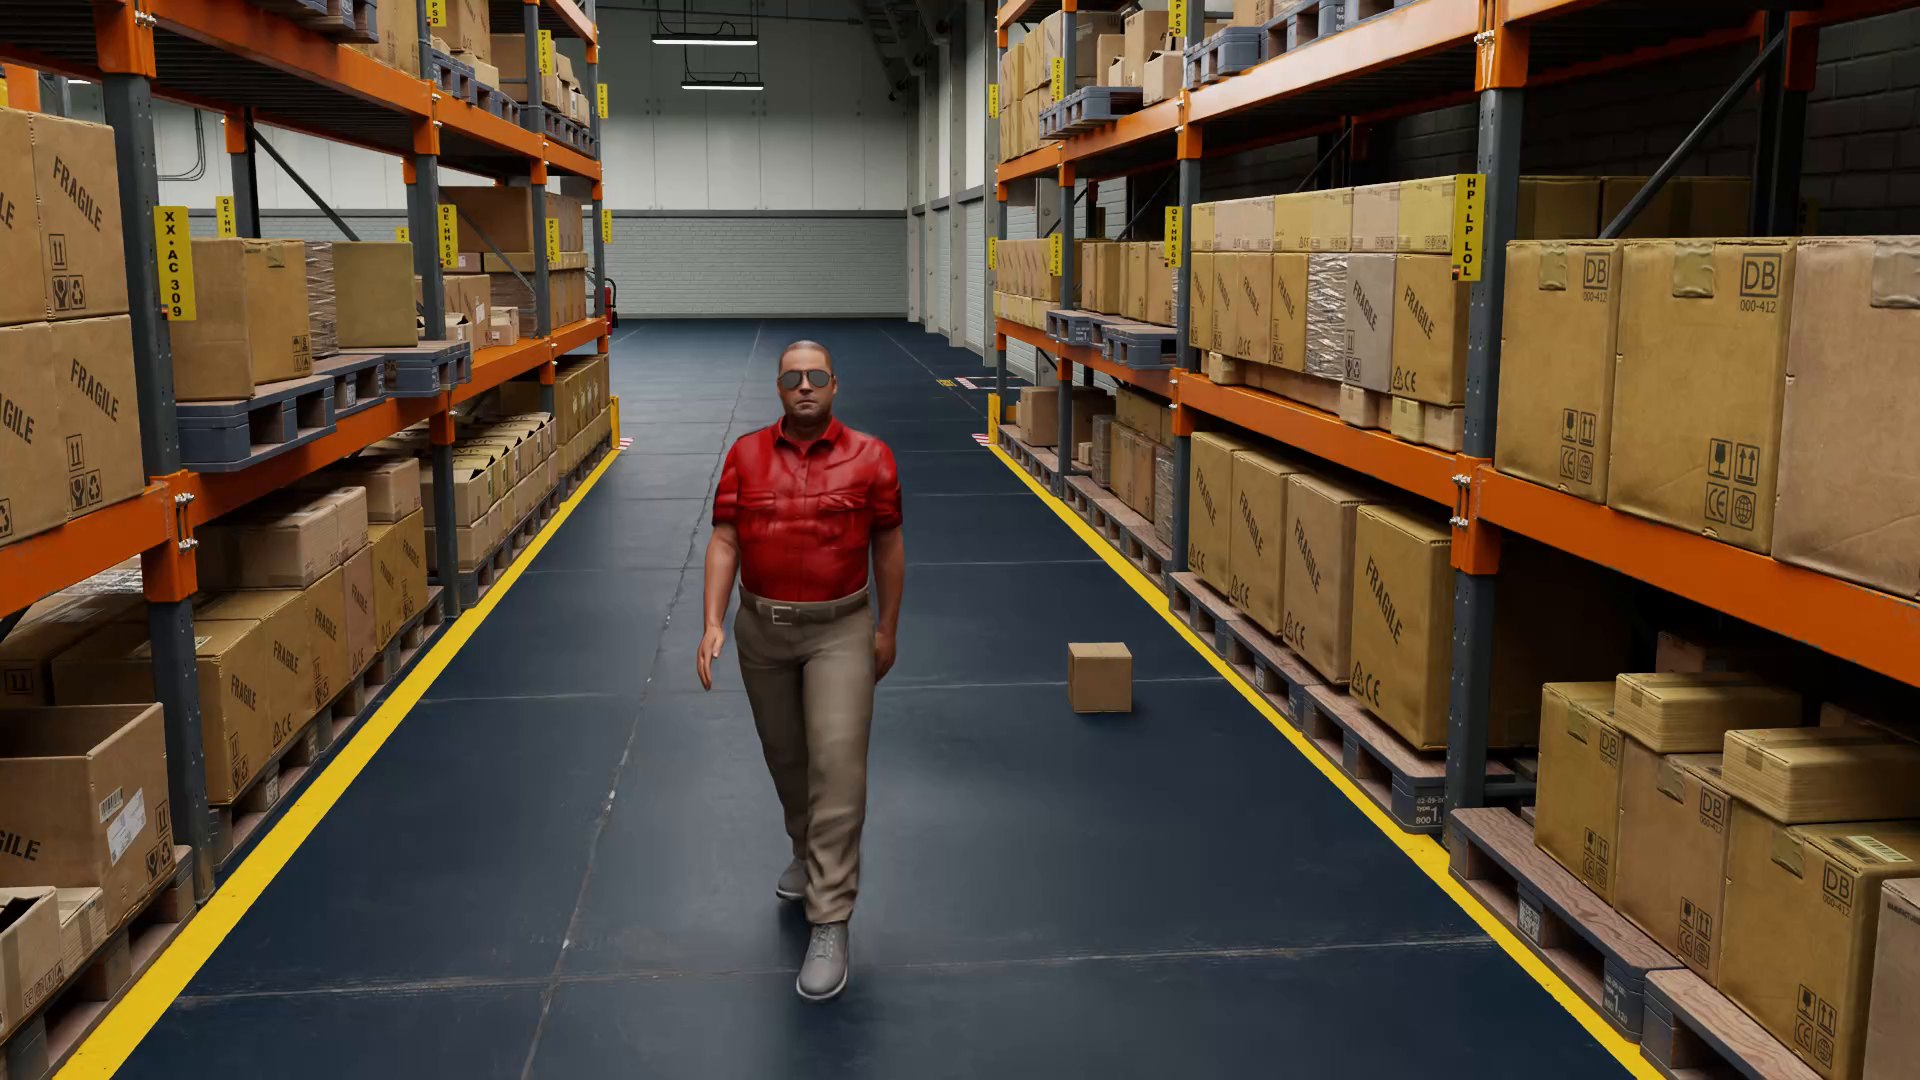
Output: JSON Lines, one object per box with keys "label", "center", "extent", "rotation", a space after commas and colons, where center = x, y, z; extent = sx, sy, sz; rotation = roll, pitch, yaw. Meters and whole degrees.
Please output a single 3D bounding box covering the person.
{"label": "person", "center": [-0.469, 0.304, 4.706], "extent": [0.534, 1.712, 0.896], "rotation": [2, 10, 10]}
